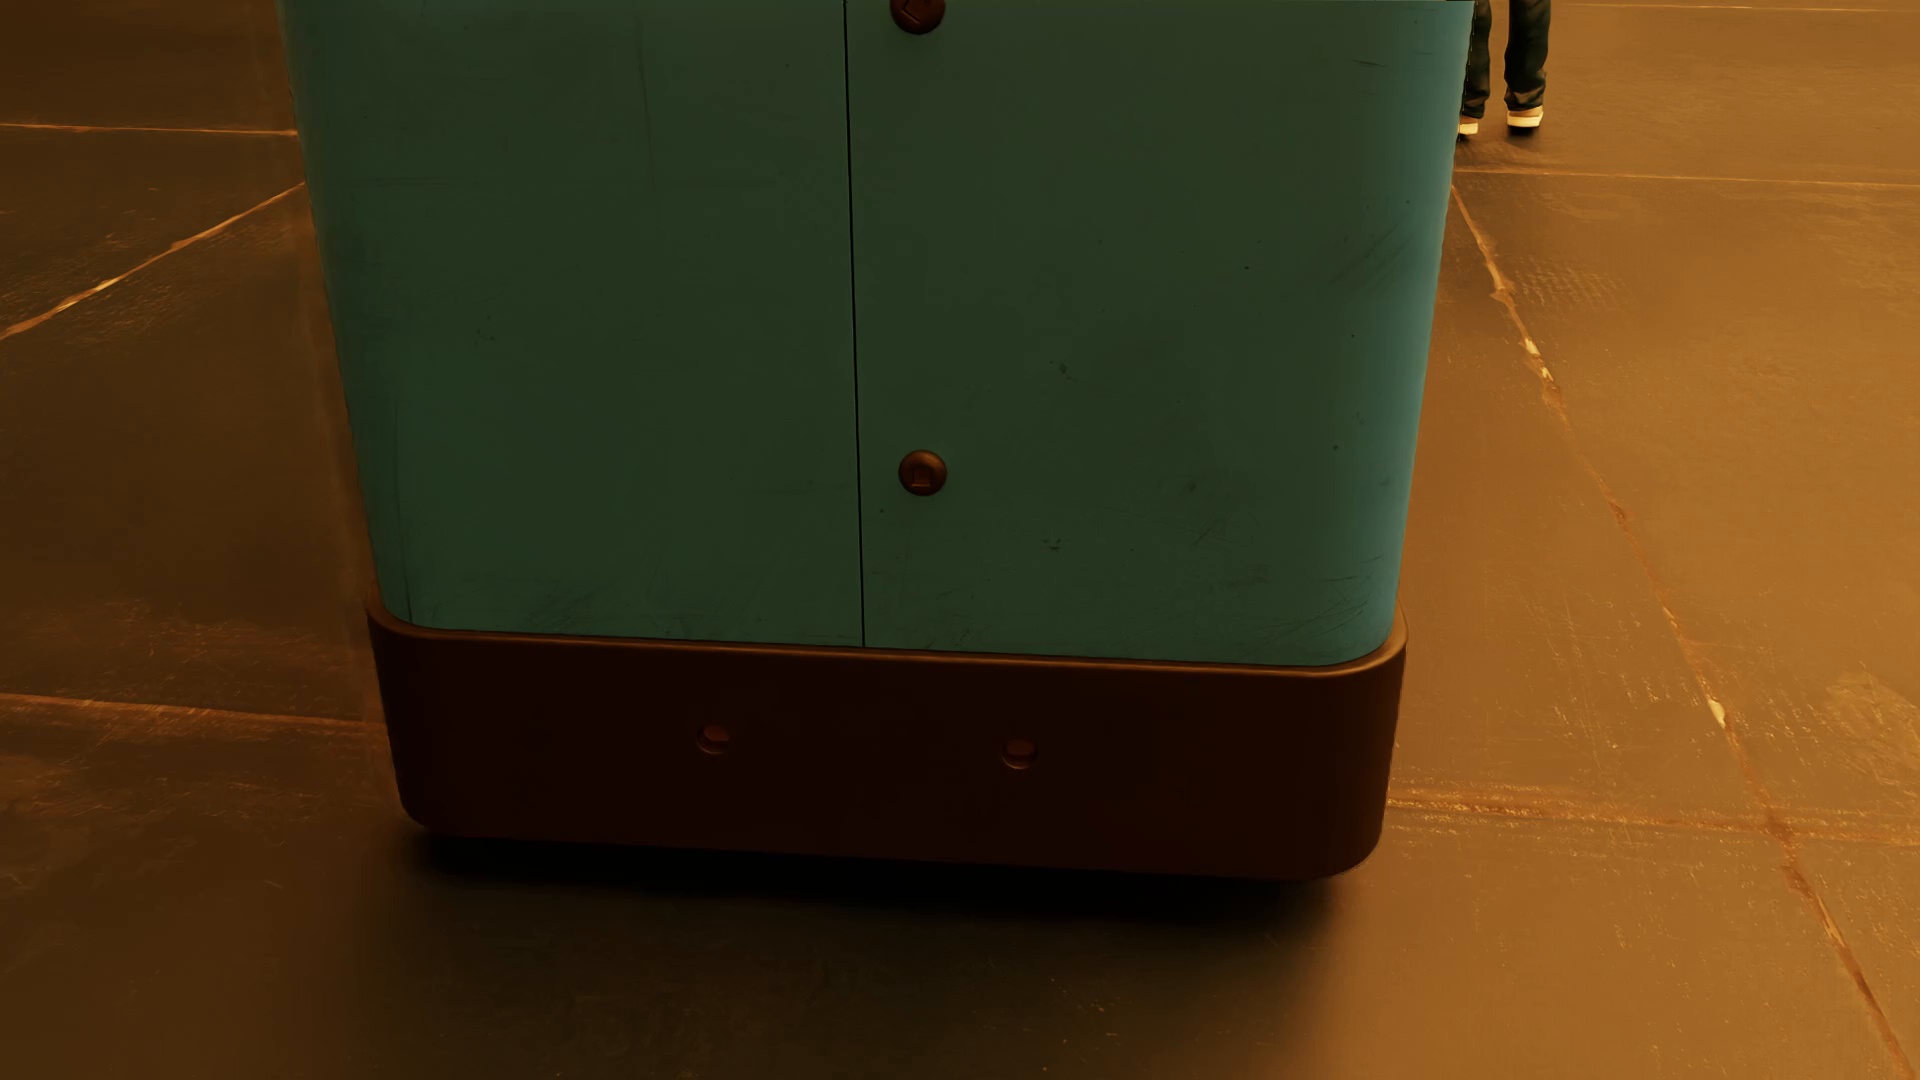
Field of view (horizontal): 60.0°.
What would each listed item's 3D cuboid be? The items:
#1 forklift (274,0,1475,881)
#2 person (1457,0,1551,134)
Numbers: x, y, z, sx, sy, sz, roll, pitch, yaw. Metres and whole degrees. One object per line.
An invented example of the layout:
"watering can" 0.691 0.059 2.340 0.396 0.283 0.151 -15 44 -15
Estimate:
"forklift" 0.036 -1.597 2.417 1.130 2.935 3.031 2 27 4
"person" 1.481 -1.925 4.556 0.518 1.598 0.473 3 27 6
